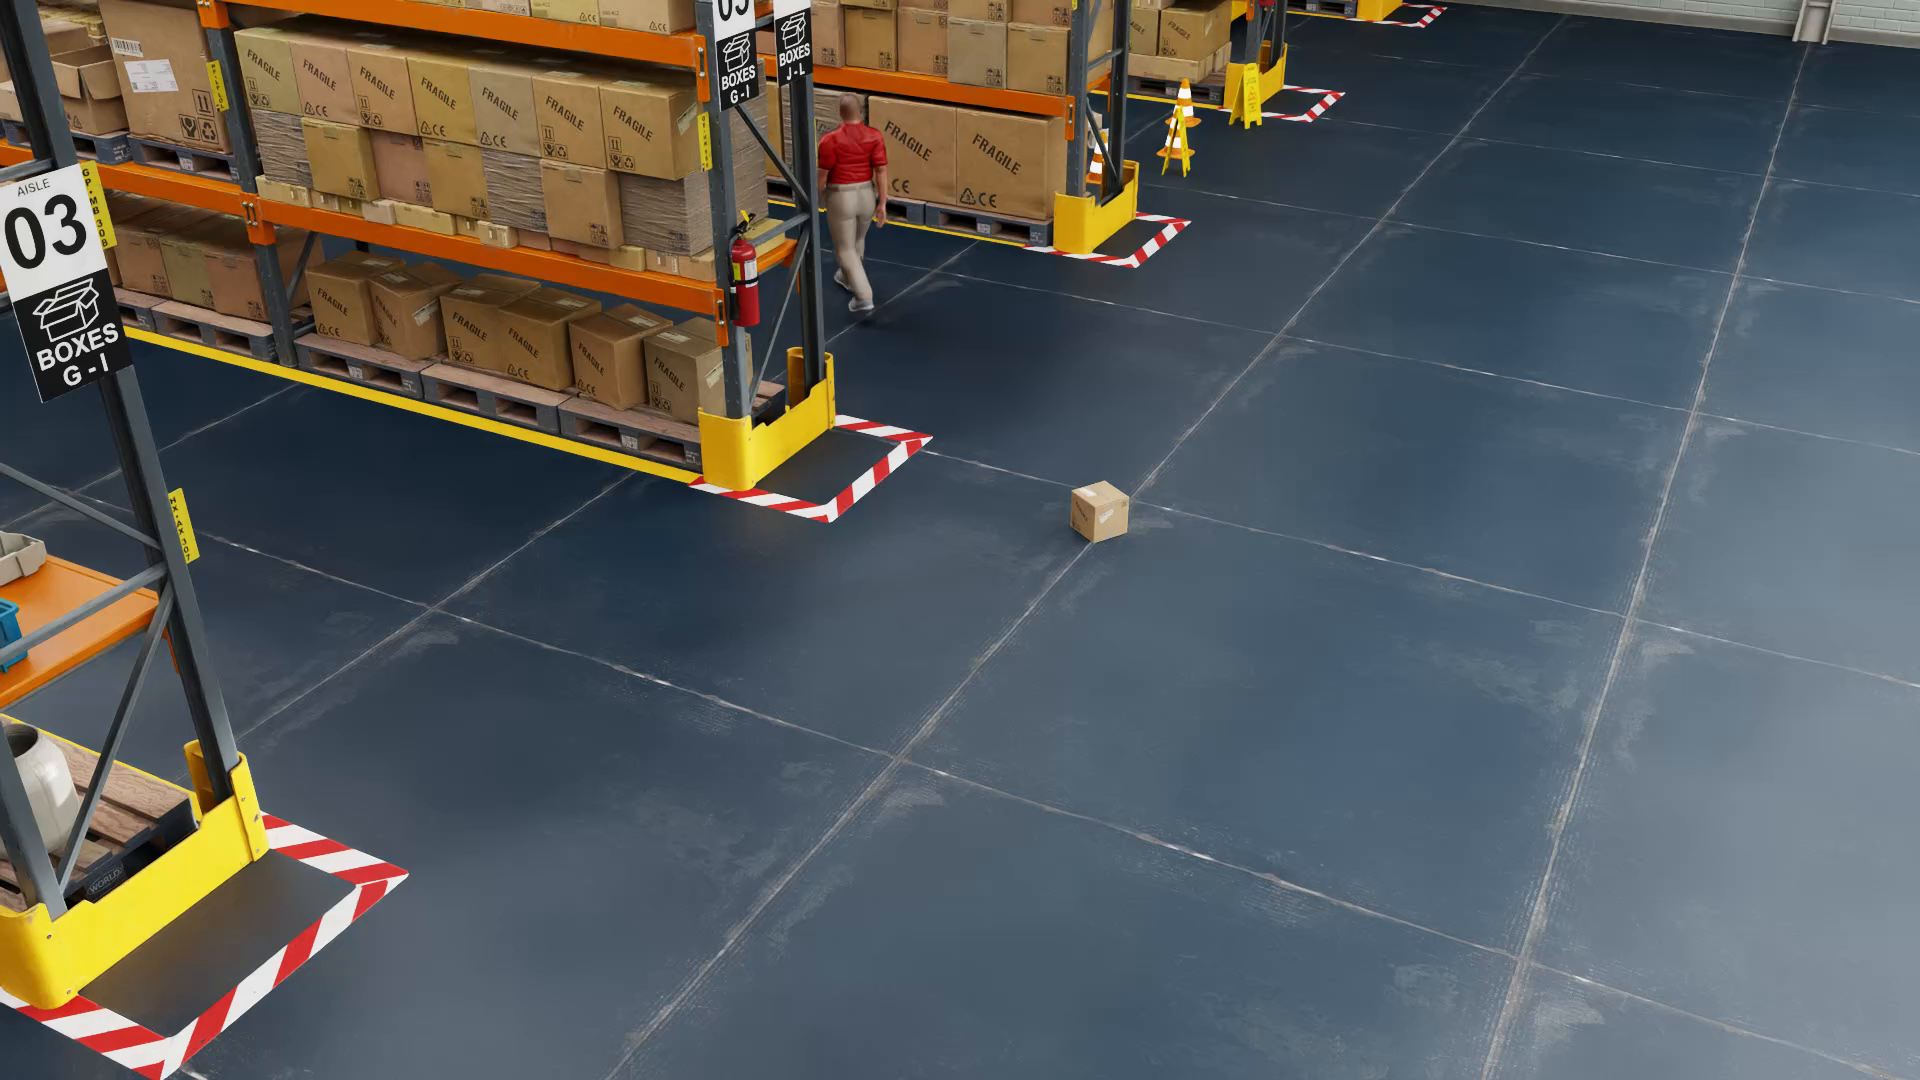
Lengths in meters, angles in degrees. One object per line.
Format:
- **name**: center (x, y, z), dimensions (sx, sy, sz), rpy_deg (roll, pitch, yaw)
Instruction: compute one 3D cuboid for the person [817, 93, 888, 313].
- **person**: center (-0.866, -2.642, 12.914), dimensions (0.532, 1.673, 1.014), rpy_deg (-15, 33, -24)
